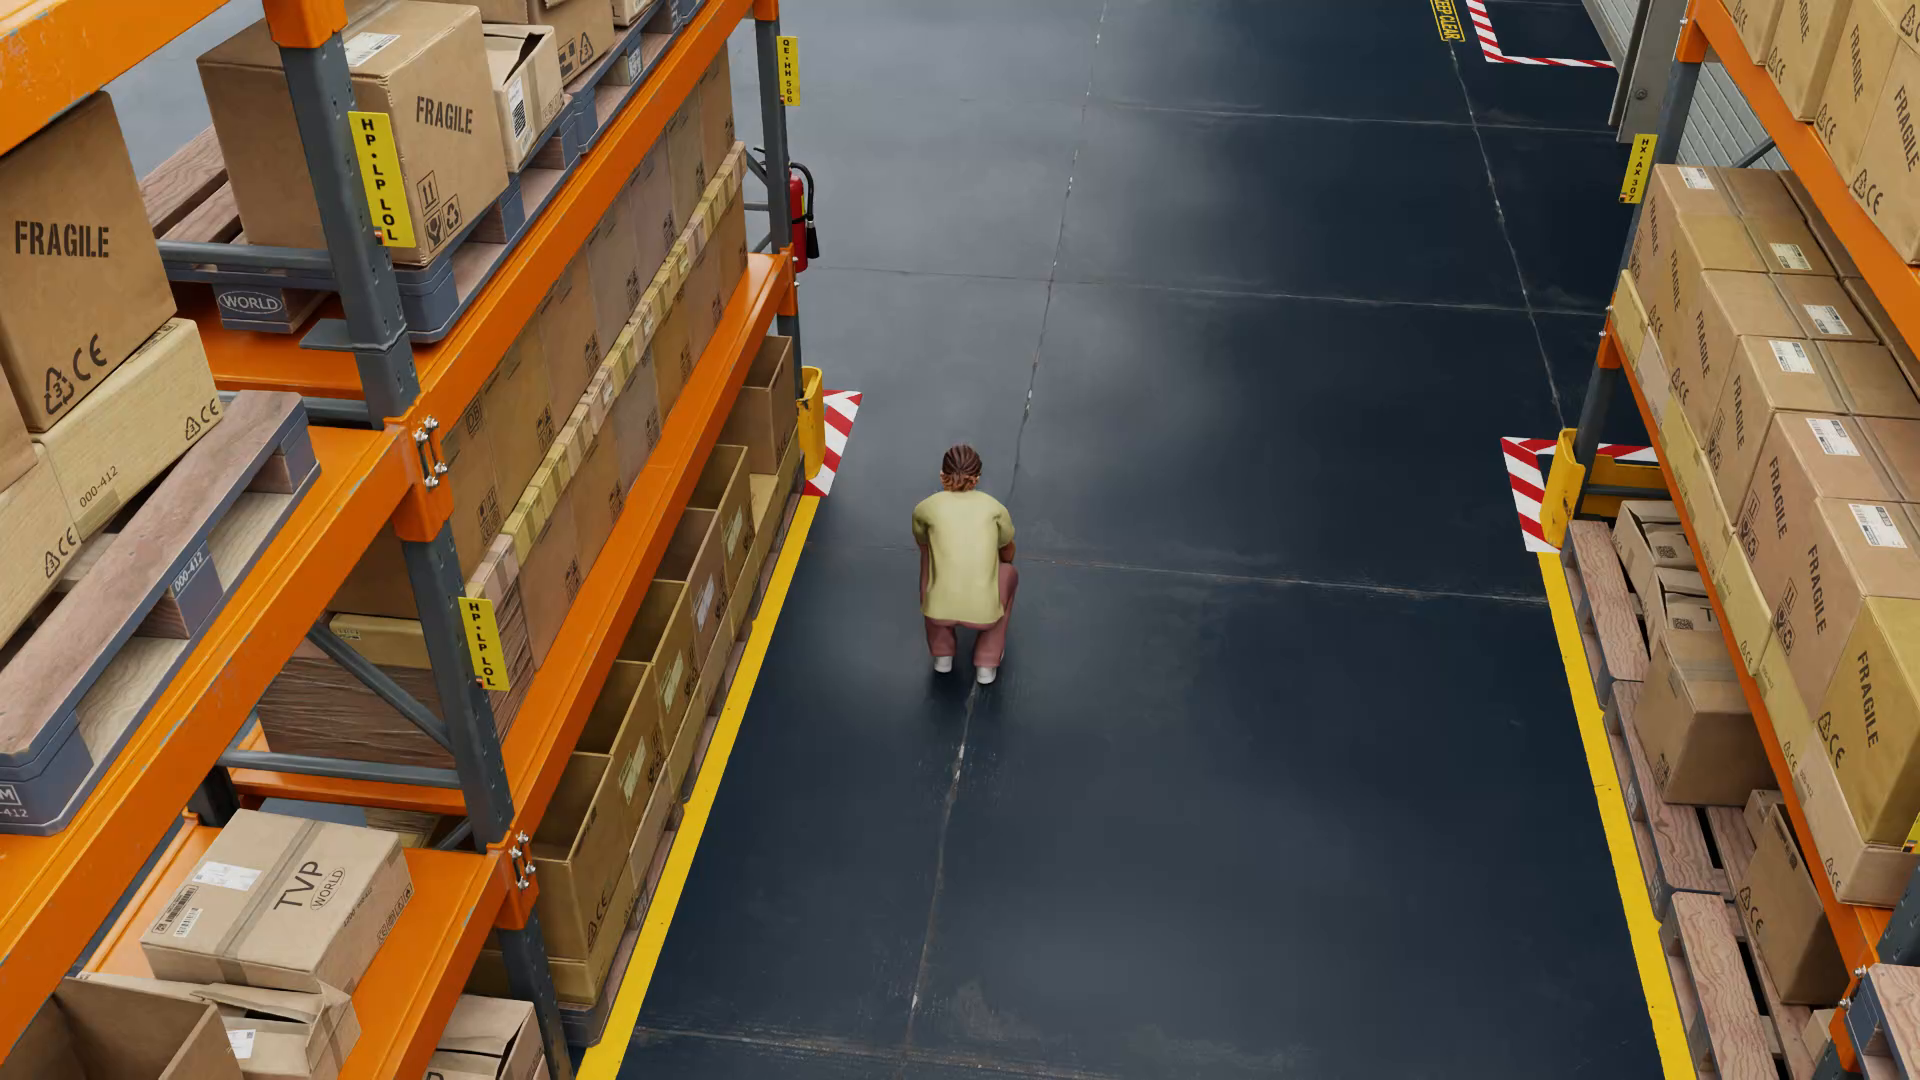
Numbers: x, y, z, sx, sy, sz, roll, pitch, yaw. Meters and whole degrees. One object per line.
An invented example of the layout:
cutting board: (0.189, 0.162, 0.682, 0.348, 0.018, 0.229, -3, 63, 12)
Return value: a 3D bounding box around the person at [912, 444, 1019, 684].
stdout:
person: (0.011, 0.115, 7.506, 0.493, 0.943, 0.801, 4, 36, 6)
